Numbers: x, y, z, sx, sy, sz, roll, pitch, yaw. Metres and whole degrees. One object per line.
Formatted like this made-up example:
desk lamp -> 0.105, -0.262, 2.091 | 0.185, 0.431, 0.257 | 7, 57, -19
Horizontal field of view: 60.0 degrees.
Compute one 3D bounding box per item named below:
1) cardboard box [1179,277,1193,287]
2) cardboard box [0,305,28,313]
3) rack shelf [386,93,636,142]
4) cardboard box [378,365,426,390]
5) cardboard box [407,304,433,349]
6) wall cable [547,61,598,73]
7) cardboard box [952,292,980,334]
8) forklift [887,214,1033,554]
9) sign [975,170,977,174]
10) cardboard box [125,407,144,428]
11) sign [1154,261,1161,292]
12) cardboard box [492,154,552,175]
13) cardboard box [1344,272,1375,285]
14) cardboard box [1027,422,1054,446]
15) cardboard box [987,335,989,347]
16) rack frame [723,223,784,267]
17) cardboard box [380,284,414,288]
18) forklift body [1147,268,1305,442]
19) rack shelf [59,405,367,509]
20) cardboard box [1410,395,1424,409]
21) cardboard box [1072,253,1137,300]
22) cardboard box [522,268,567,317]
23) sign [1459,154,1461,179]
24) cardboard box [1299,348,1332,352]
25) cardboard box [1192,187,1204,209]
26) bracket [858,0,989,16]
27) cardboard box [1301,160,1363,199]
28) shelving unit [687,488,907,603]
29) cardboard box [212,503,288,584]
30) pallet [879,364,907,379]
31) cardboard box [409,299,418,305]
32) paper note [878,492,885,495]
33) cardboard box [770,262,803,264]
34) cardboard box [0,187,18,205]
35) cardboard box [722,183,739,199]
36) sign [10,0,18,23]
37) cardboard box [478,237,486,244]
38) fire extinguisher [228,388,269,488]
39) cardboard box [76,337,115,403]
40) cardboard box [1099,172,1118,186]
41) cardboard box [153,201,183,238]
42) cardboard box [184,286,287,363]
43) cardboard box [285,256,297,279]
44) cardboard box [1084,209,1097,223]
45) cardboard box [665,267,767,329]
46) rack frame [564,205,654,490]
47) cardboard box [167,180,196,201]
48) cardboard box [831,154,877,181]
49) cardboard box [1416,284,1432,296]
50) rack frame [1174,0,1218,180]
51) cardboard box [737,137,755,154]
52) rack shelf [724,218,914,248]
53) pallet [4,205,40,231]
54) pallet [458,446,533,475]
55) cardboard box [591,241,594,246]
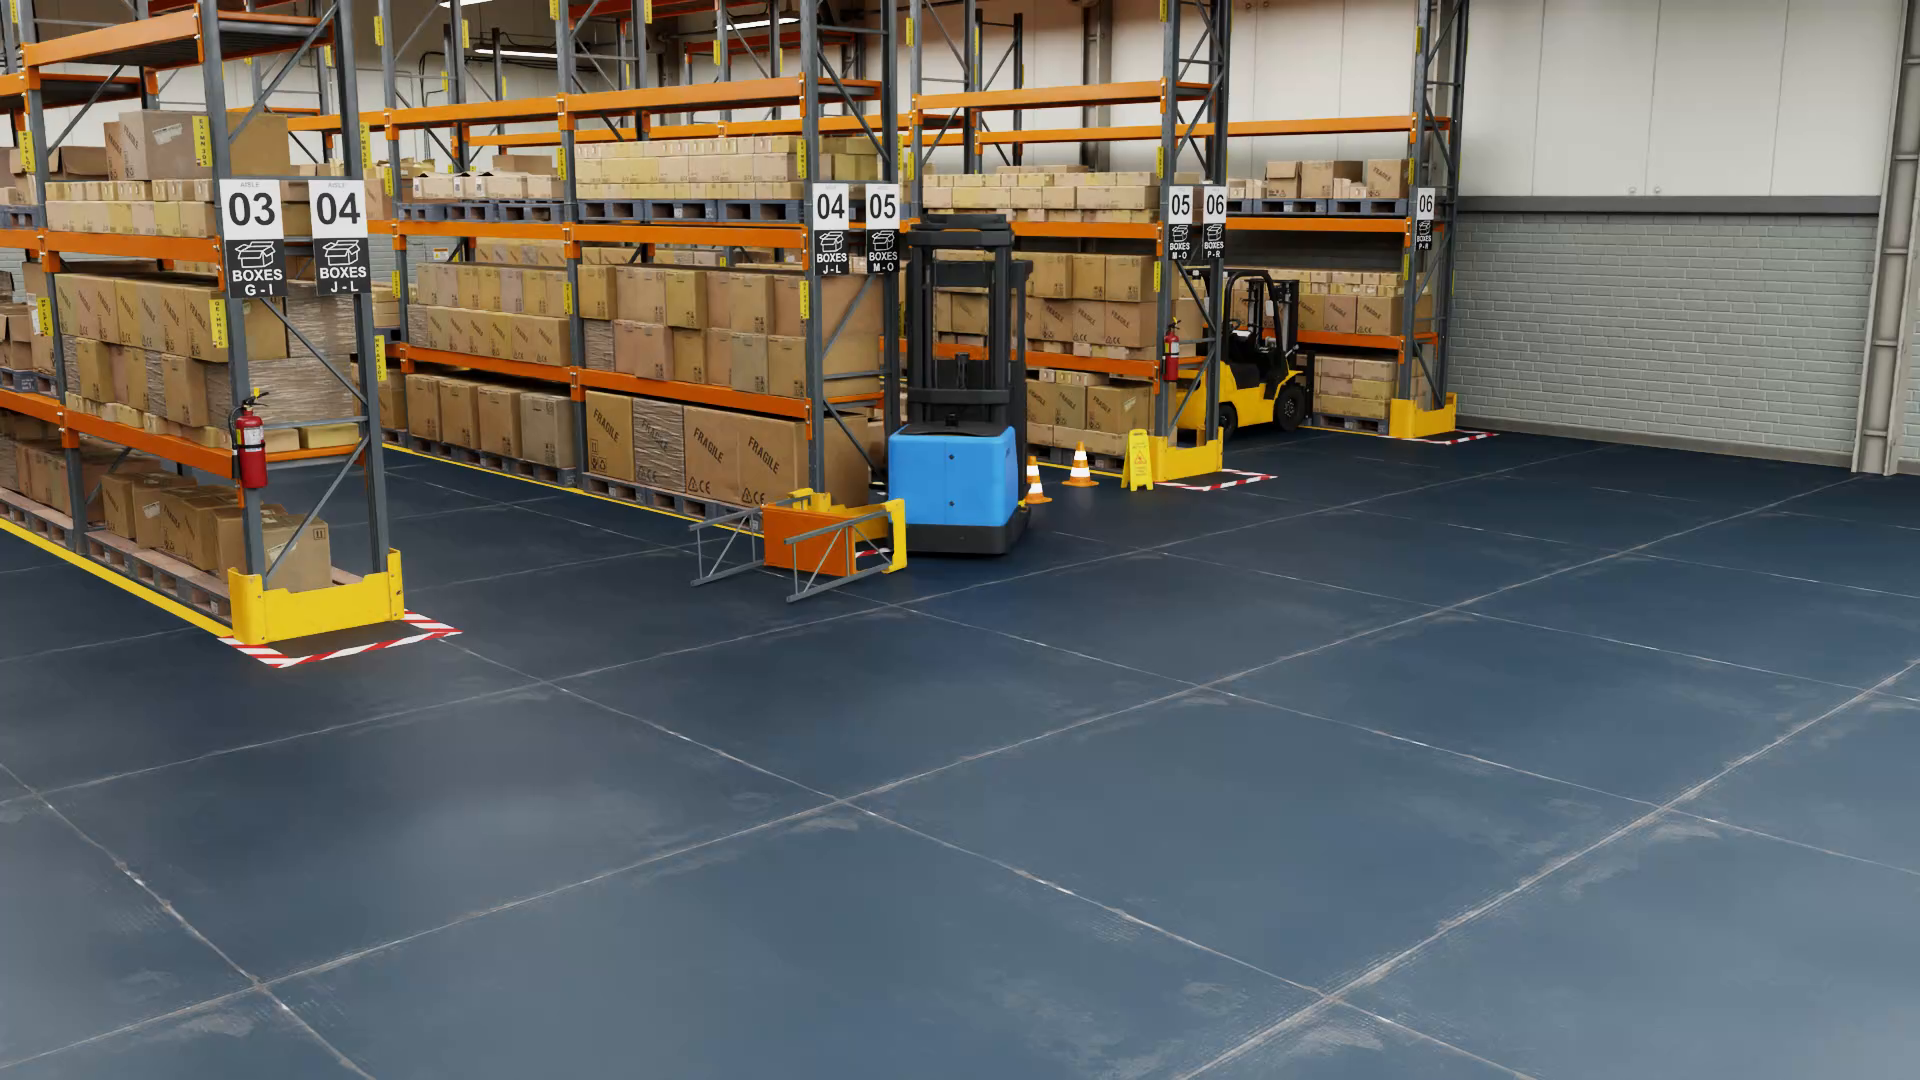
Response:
cardboard box -> 3.406, -3.761, 24.216 | 0.380, 0.149, 0.250 | -11, 16, -43
cardboard box -> -9.281, -2.102, 16.730 | 0.700, 0.500, 0.500 | -8, 14, -34
rack shelf -> -5.103, -4.763, 18.840 | 1.077, 0.370, 4.000 | -11, 16, -43
cardboard box -> -7.146, -2.076, 21.190 | 0.500, 0.250, 0.500 | 11, 16, 44
cardboard box -> -6.369, -2.610, 20.238 | 0.500, 0.500, 0.500 | -11, 16, -42
wall cable -> -7.883, -11.893, 36.893 | 2.988, 3.039, 0.133 | -11, 16, -43
cardboard box -> 0.254, -2.807, 20.455 | 0.500, 0.500, 0.500 | -11, 16, -43
forklift -> 0.091, -1.561, 15.564 | 1.130, 2.935, 3.031 | 2, 12, 8
sign -> 0.176, -4.584, 21.353 | 0.100, 0.325, 0.005 | -11, 16, -43
cardboard box -> -6.402, -0.991, 13.248 | 0.380, 0.149, 0.250 | -11, 16, -43
sign -> 2.136, -2.849, 17.992 | 0.100, 0.325, 0.005 | -11, 16, -43
cardboard box -> -5.081, -4.223, 19.342 | 0.500, 0.500, 0.500 | -11, 16, -43
cardboard box -> 5.345, -3.495, 22.188 | 0.380, 0.149, 0.250 | -10, 16, -41
cardboard box -> 1.081, -1.293, 19.867 | 0.500, 0.250, 0.500 | 11, 16, 43
cardboard box -> 0.544, -2.432, 20.243 | 0.380, 0.149, 0.250 | -11, 16, -43
rack frame -> -2.974, -3.369, 24.169 | 1.000, 3.000, 0.127 | -11, 16, -43
cardboard box -> -7.388, -3.286, 21.874 | 0.380, 0.149, 0.250 | -10, 15, -40
forklift body -> 3.509, -2.501, 22.057 | 2.313, 2.155, 1.214 | -11, 16, -43
rack shelf -> -5.998, -0.760, 13.288 | 1.077, 0.370, 4.000 | -11, 16, -43
cardboard box -> 5.941, -1.852, 22.577 | 0.500, 0.250, 0.500 | -11, 16, -42
cardboard box -> 1.696, -3.005, 18.939 | 0.700, 0.500, 0.500 | -11, 16, -42
cardboard box -> -4.426, -2.766, 18.515 | 0.700, 0.500, 0.500 | -11, 16, -43
sign -> 6.544, -4.906, 21.834 | 0.100, 0.325, 0.005 | -11, 16, -43
cardboard box -> 4.909, -2.562, 23.545 | 0.500, 0.250, 0.500 | -11, 16, -44
cardboard box -> 2.396, -3.853, 18.721 | 0.500, 0.250, 0.500 | -11, 16, -44
bracket -> -0.157, -9.085, 28.125 | 0.076, 0.066, 4.783 | -11, 16, -43
cardboard box -> 5.021, -4.861, 22.438 | 0.700, 0.500, 0.500 | -11, 16, -42
shelving unit -> -1.328, 0.037, 13.678 | 1.083, 0.587, 1.500 | 7, 16, 34
cardboard box -> -5.473, 0.022, 12.863 | 0.500, 0.500, 0.500 | -6, 13, -28
pallet -> -0.713, -2.988, 29.229 | 1.003, 0.211, 1.213 | -11, 16, -43
cardboard box -> -6.862, -3.031, 21.371 | 0.380, 0.149, 0.250 | -10, 15, -40
paper note -> -0.786, -0.501, 17.612 | 0.144, 0.017, 0.142 | -5, 13, -23
cardboard box -> -2.459, -3.742, 23.952 | 0.500, 0.500, 0.500 | 11, 16, 43
cardboard box -> -8.746, -3.224, 15.571 | 0.250, 0.166, 0.380 | 11, 16, 44
cardboard box -> -1.960, -3.210, 15.299 | 0.380, 0.149, 0.250 | -11, 16, -42
sign -> -9.755, -5.500, 17.132 | 0.100, 0.325, 0.005 | -11, 16, -43
cardboard box -> -8.124, -5.220, 28.821 | 0.380, 0.149, 0.250 | -10, 15, -41
fire extinguisher -> -4.871, -0.702, 11.414 | 0.296, 0.674, 0.183 | -11, 16, -43
cardboard box -> -6.793, -1.447, 13.854 | 0.875, 0.500, 0.500 | -11, 16, -43
cardboard box -> 1.764, -4.024, 18.561 | 0.380, 0.149, 0.250 | -11, 16, -43
cardboard box -> -5.480, -2.324, 12.033 | 0.500, 0.250, 0.500 | -11, 16, -42
cardboard box -> -5.175, -1.551, 11.880 | 0.500, 0.500, 0.500 | -11, 16, -43
cardboard box -> -9.767, -3.964, 23.592 | 0.500, 0.500, 0.500 | 11, 16, 43
cardboard box -> 1.621, -3.682, 18.878 | 0.380, 0.149, 0.250 | -11, 16, -42
cardboard box -> -2.383, -2.386, 16.350 | 0.875, 0.550, 0.500 | -11, 16, -43
rack frame -> -3.722, -2.081, 17.916 | 1.000, 3.000, 0.127 | -11, 16, -43
cardboard box -> -5.397, -2.487, 11.840 | 0.250, 0.149, 0.380 | 11, 16, 43
cardboard box -> -1.107, -3.399, 15.228 | 0.500, 0.250, 0.500 | -11, 16, -43
cardboard box -> 6.092, -3.346, 22.202 | 0.250, 0.149, 0.380 | 11, 16, 44
rack frame -> 3.376, -6.416, 24.090 | 1.000, 3.000, 0.127 | -11, 16, -43
cardboard box -> -1.786, -3.564, 15.040 | 0.380, 0.149, 0.250 | -11, 16, -42
rack shelf -> -1.593, -4.194, 22.522 | 1.077, 0.370, 4.000 | -11, 16, -43
pallet -> -7.728, -2.886, 14.858 | 1.213, 0.211, 1.003 | -11, 16, -43
pallet -> -5.156, -0.995, 19.557 | 1.003, 0.211, 1.213 | -11, 16, -43
cardboard box -> -5.955, -4.927, 27.396 | 0.380, 0.149, 0.250 | -11, 16, -42
